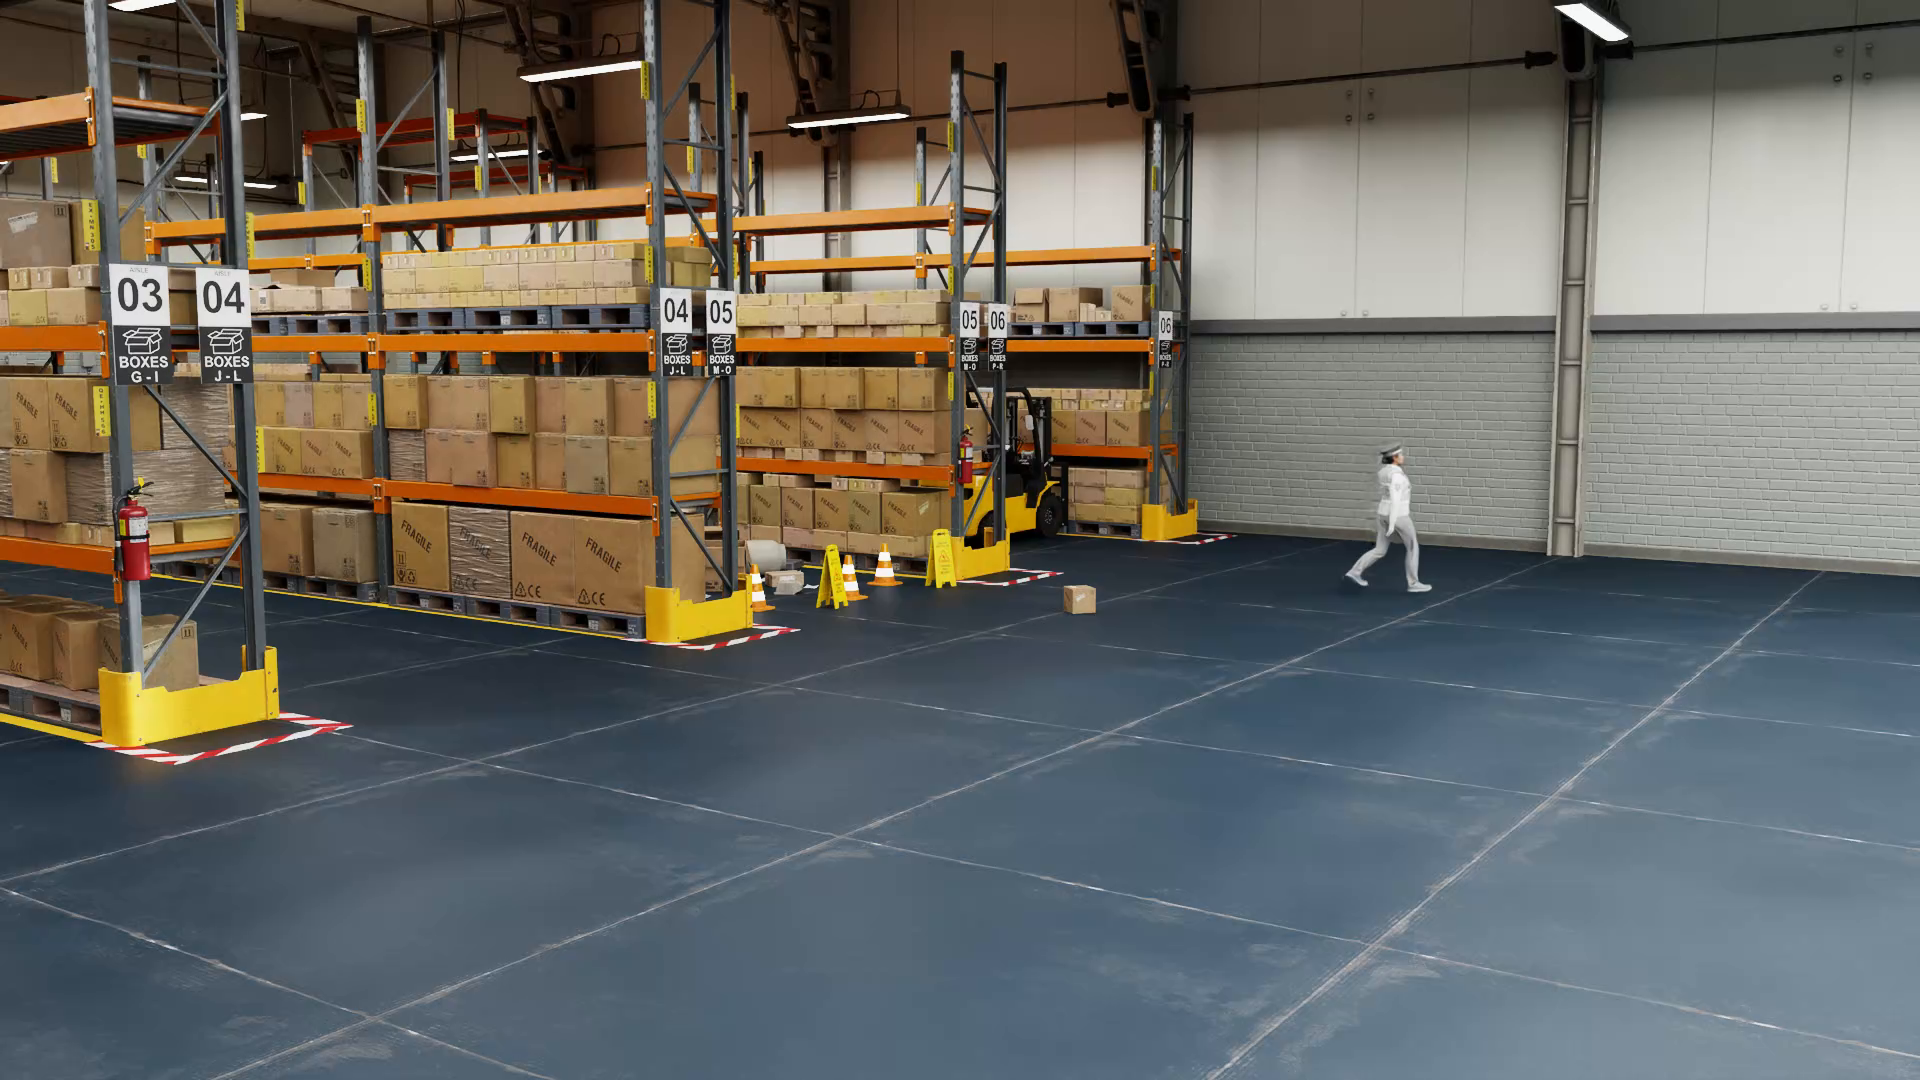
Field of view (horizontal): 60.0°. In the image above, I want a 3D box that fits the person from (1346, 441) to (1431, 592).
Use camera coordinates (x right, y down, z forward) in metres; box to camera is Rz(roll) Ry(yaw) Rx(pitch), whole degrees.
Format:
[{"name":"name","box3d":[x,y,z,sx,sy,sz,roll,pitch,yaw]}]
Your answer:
[{"name":"person","box3d":[4.681,-0.254,18.073,0.955,1.646,0.477,-2,7,-16]}]
